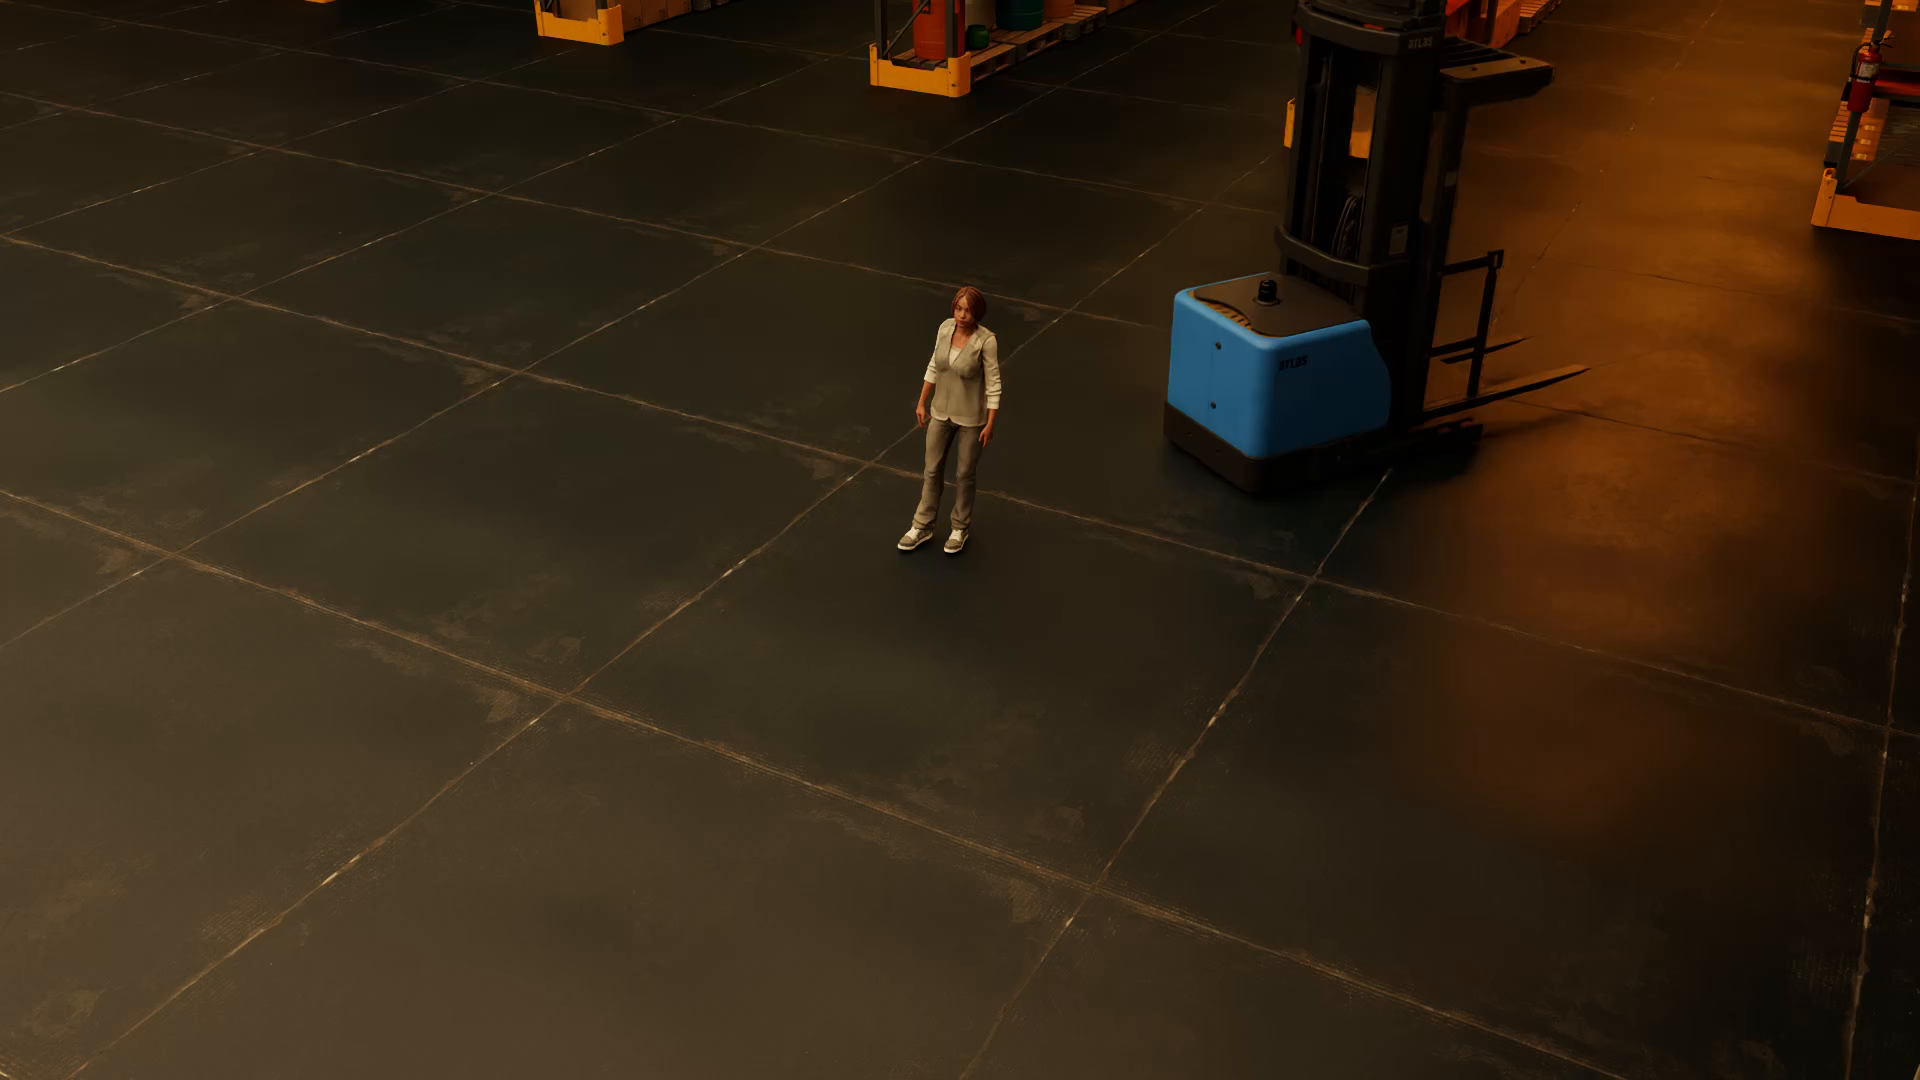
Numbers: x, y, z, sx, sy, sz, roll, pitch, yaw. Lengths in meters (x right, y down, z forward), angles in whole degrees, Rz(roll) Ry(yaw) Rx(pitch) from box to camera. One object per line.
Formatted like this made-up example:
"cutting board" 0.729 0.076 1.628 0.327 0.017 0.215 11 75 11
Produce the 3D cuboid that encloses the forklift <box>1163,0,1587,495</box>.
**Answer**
"forklift" 2.898 -2.067 10.652 3.031 2.935 1.130 -15 33 -24

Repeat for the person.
"person" -0.048 -0.662 9.552 0.521 1.584 0.472 15 33 25
